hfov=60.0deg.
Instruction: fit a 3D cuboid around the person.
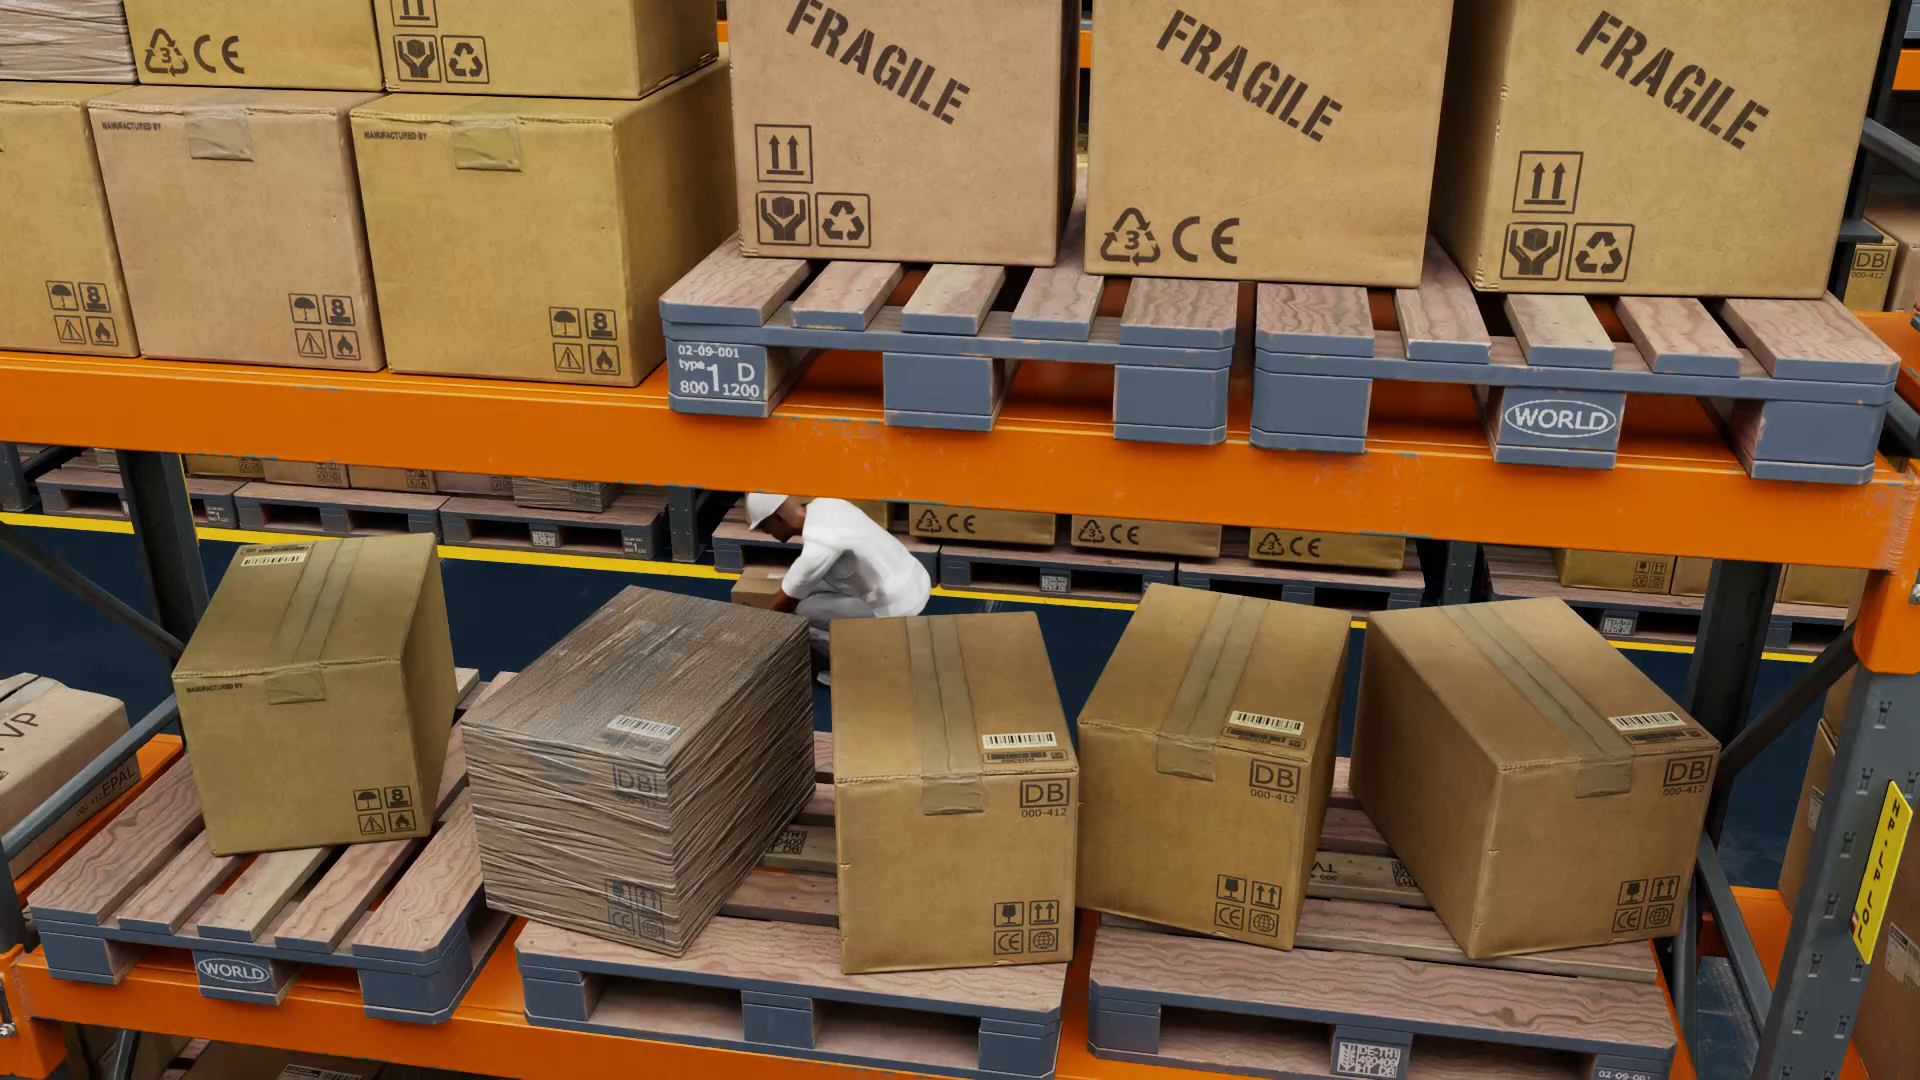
[{"bbox_3d":[-0.581,0.176,7.624,0.875,0.998,0.581,4,25,9],"label":"person"}]
